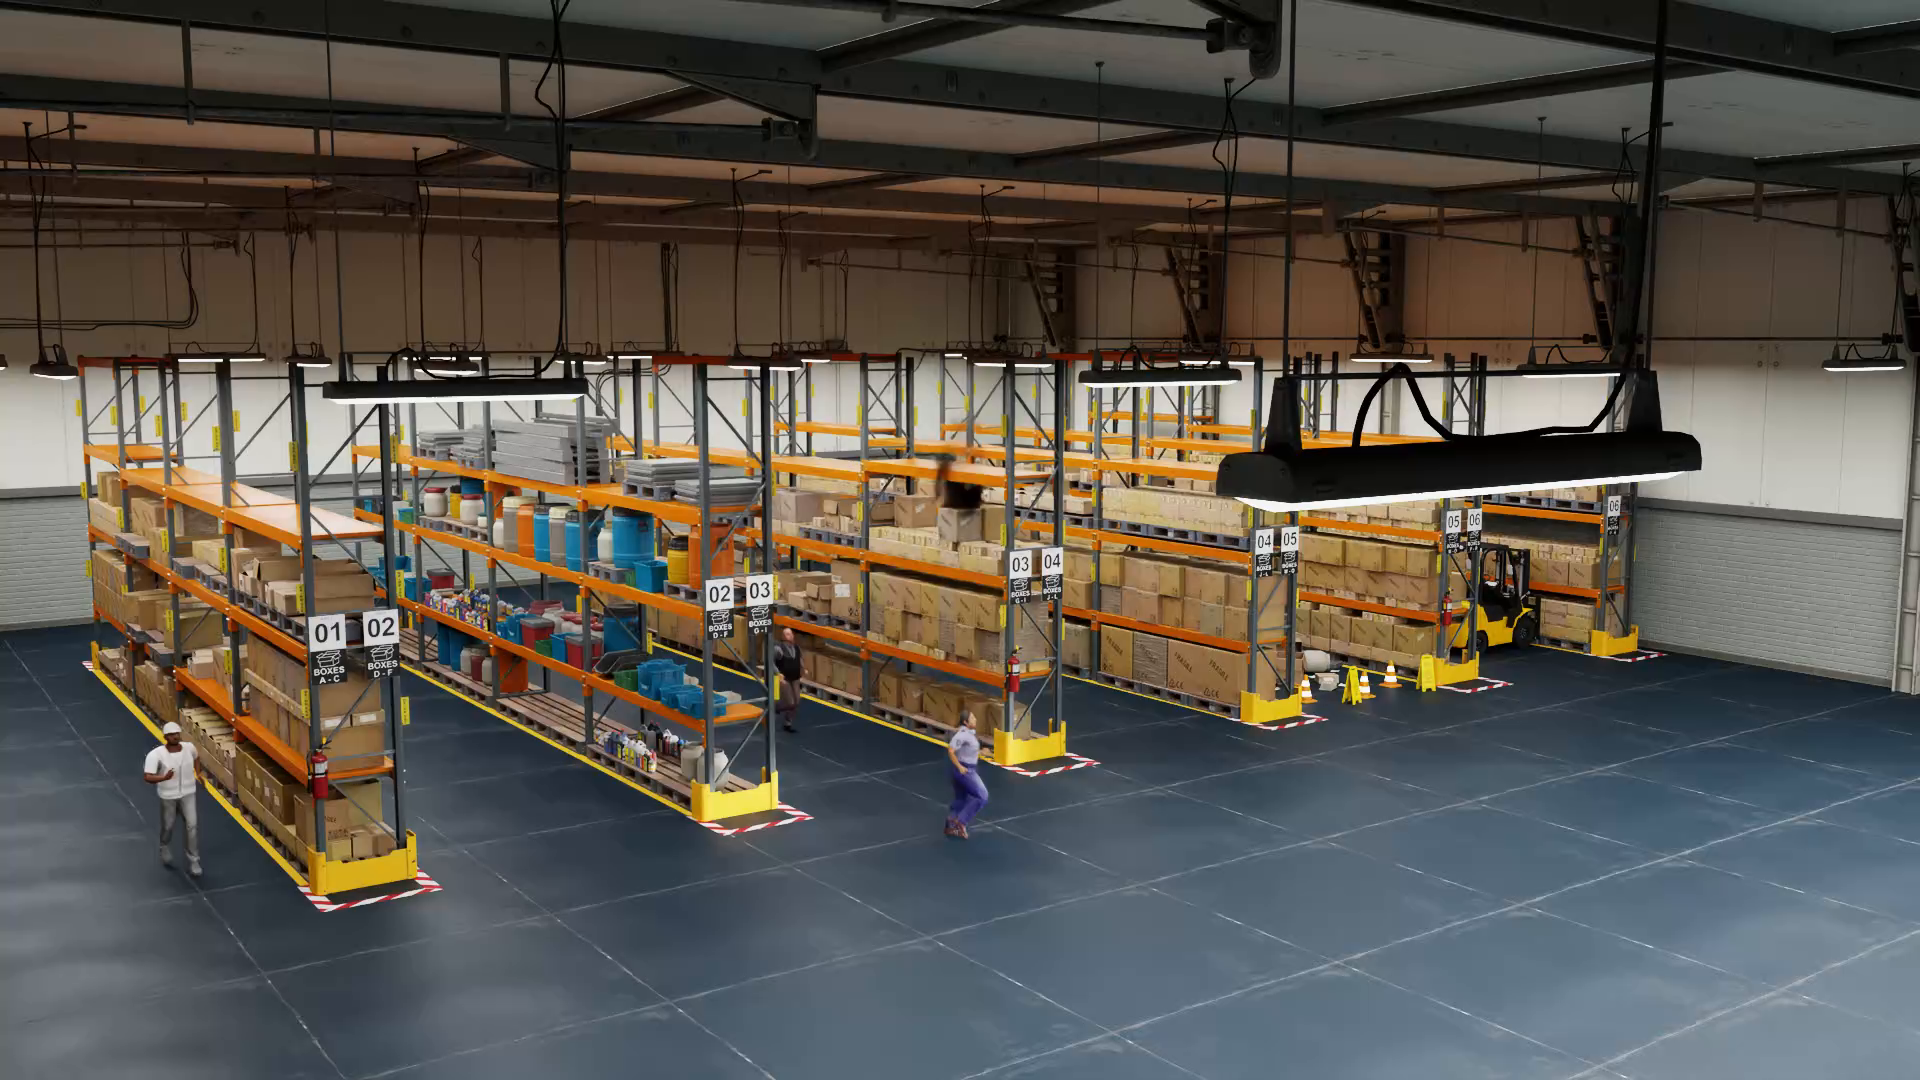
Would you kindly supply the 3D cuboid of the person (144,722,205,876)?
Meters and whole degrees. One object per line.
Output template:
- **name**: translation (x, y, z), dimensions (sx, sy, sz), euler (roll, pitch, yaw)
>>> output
- **person**: translation (-9.318, 3.037, 19.773), dimensions (0.691, 1.776, 0.944), euler (-6, 9, -39)

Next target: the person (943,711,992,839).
- **person**: translation (0.107, 2.975, 21.167), dimensions (0.621, 1.619, 0.581), euler (0, 7, -4)

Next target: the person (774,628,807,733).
- **person**: translation (-2.773, 2.254, 26.842), dimensions (0.627, 1.696, 0.656), euler (7, 10, 44)
